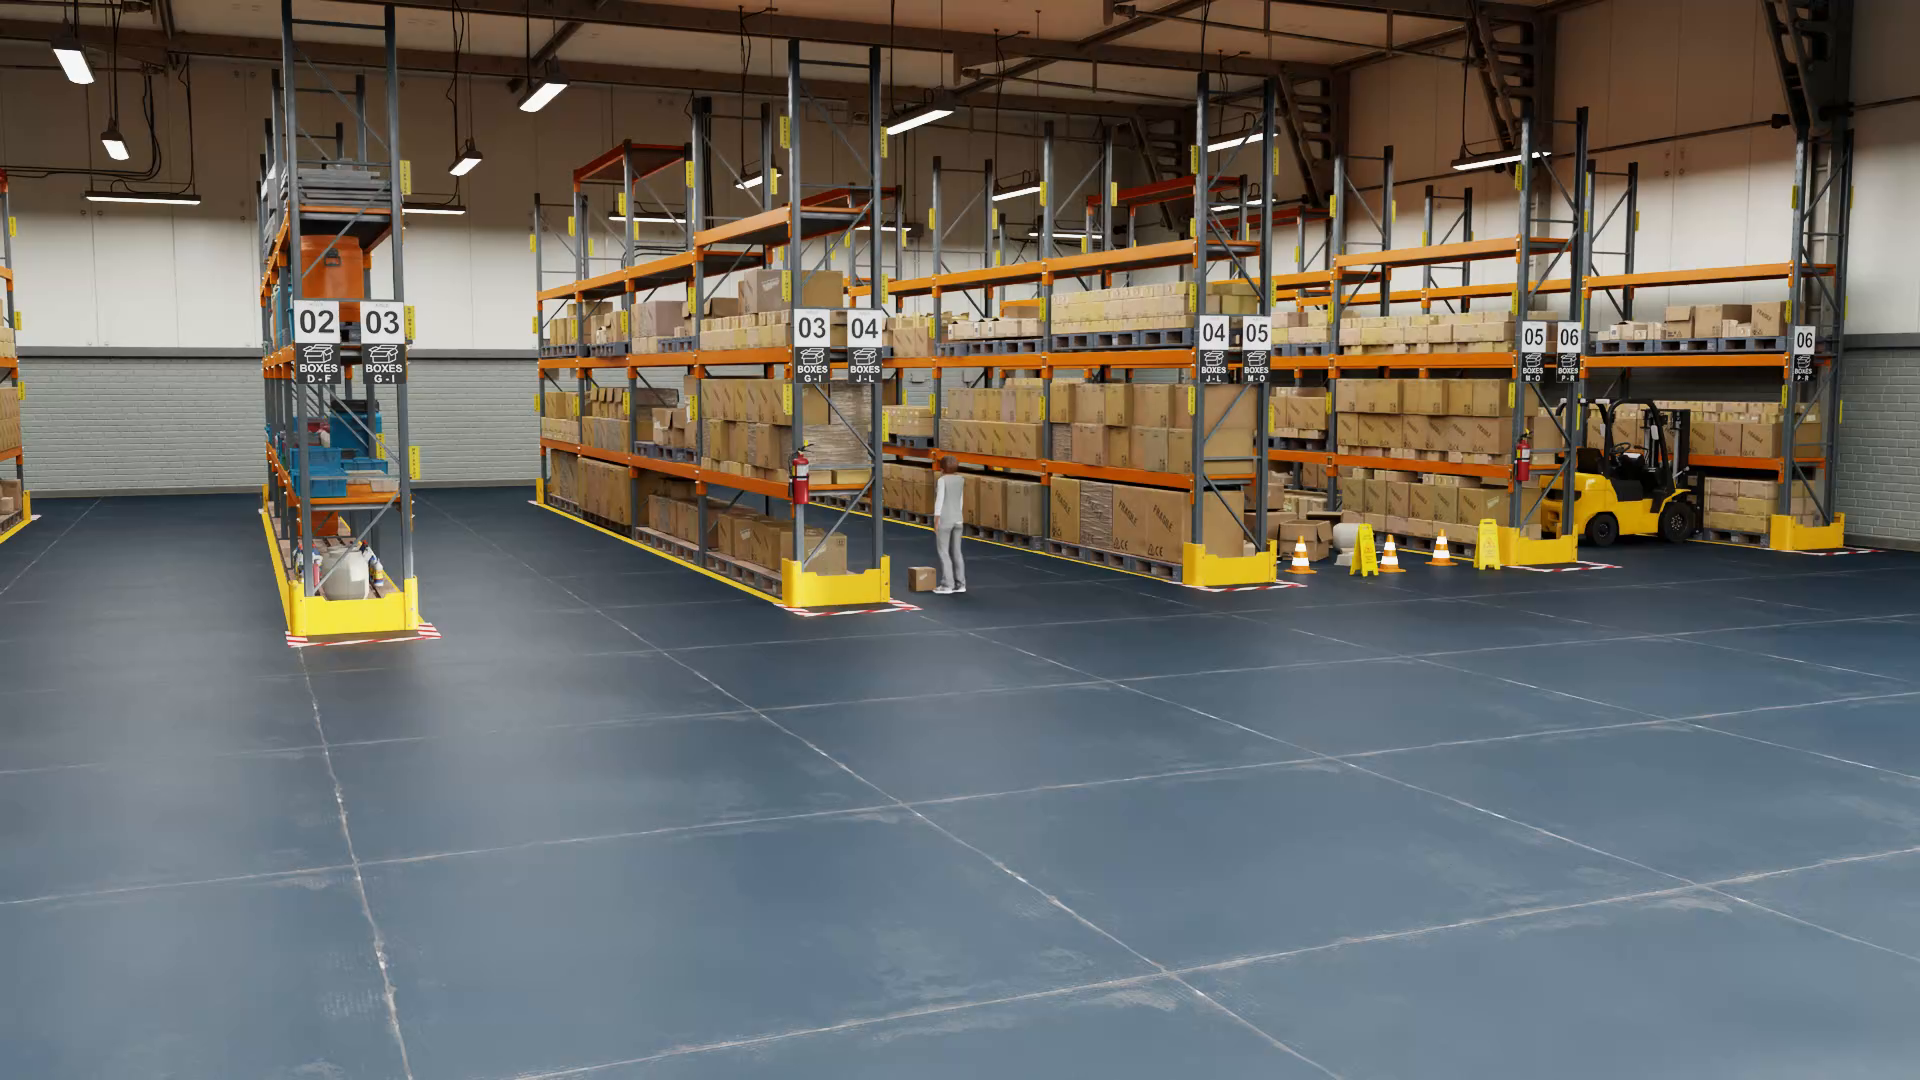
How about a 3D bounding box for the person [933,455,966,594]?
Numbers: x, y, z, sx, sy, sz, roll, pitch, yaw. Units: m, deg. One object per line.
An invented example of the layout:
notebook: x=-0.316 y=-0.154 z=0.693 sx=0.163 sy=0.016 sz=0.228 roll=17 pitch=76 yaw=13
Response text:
person: x=-0.137 y=-0.178 z=19.057 sx=0.404 sy=1.604 sz=0.309 roll=-5 pitch=7 yaw=-42
